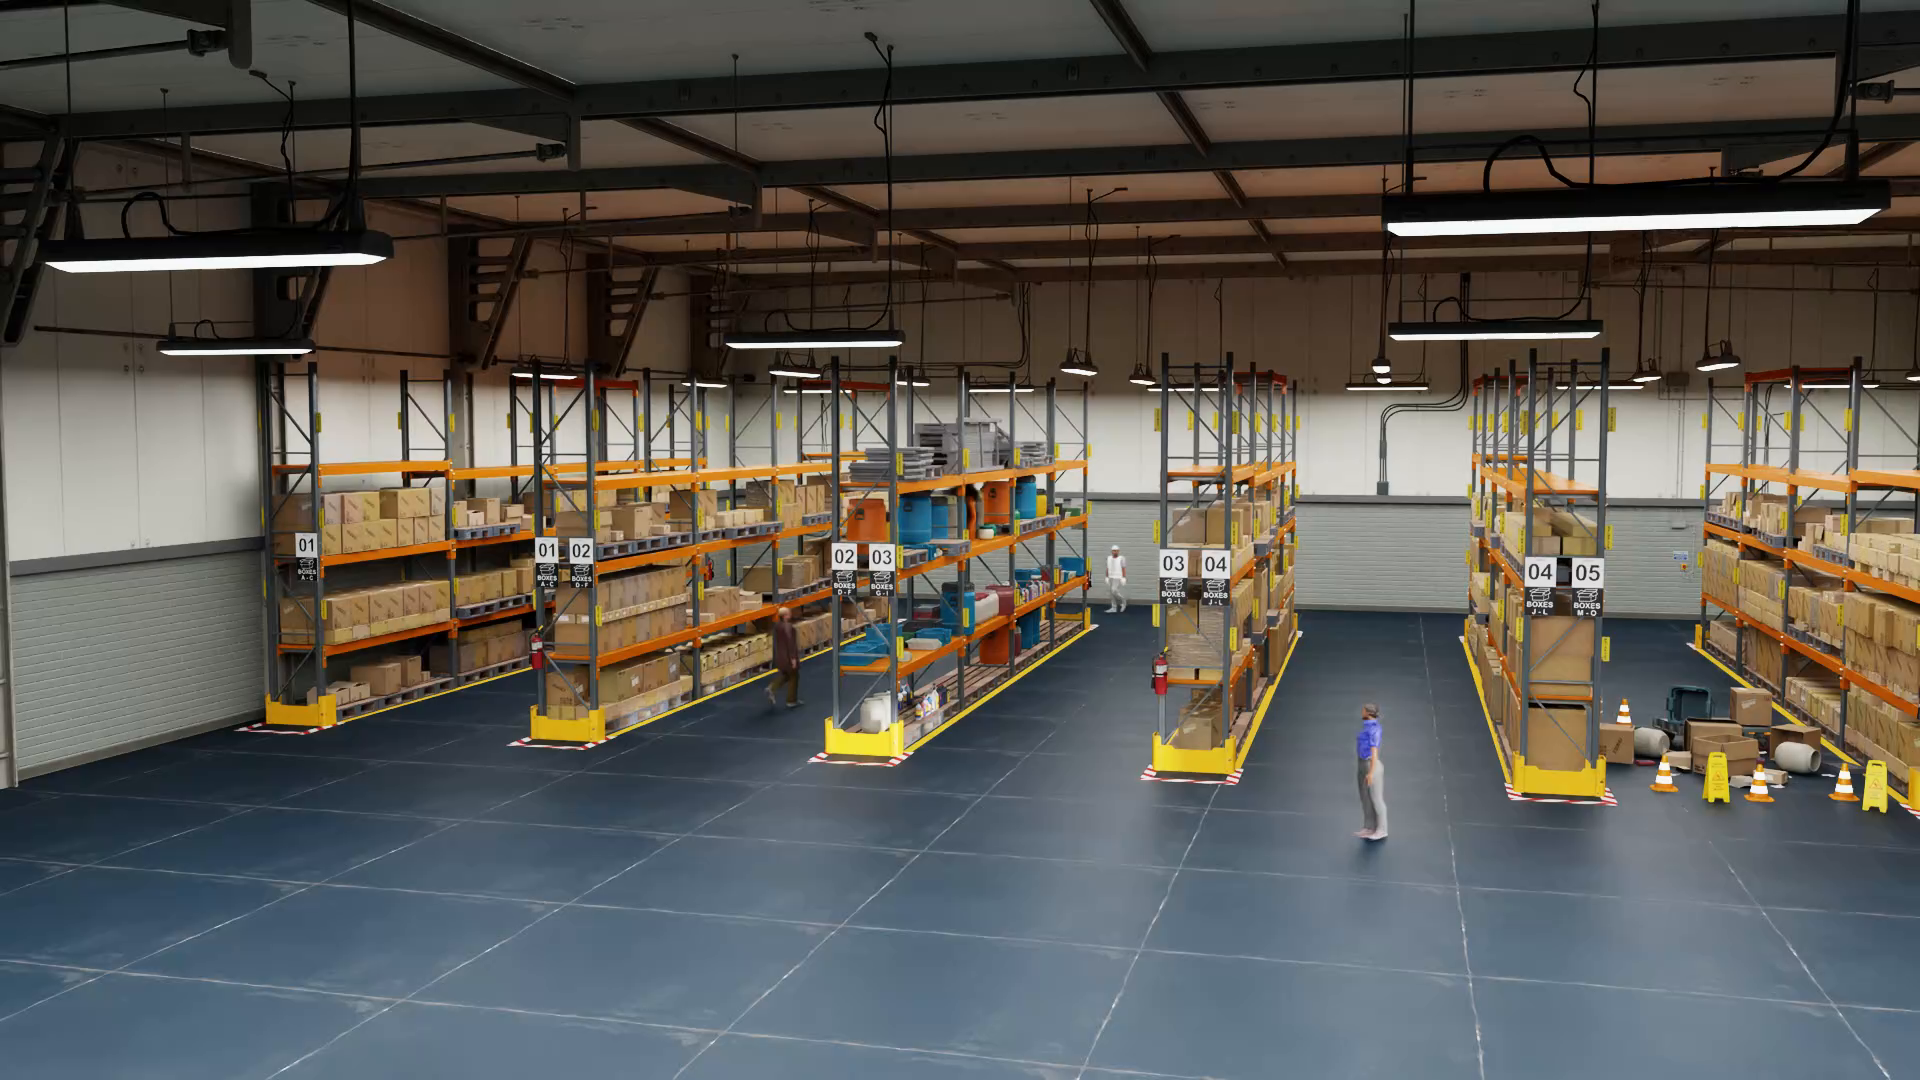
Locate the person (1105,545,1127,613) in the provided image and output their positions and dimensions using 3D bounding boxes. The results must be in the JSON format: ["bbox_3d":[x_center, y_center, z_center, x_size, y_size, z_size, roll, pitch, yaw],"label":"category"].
[{"bbox_3d":[4.086,1.023,43.707,0.512,1.782,0.538,-2,5,-30],"label":"person"}]

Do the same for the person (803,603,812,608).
[{"bbox_3d":[-4.018,1.205,41.641,0.570,1.740,0.914,2,5,28],"label":"person"}]

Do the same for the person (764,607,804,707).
[{"bbox_3d":[-3.086,2.054,29.212,0.779,1.760,0.581,-3,5,-41],"label":"person"}]

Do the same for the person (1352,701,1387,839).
[{"bbox_3d":[4.955,2.776,20.002,0.380,1.683,0.511,-1,4,-10],"label":"person"}]
